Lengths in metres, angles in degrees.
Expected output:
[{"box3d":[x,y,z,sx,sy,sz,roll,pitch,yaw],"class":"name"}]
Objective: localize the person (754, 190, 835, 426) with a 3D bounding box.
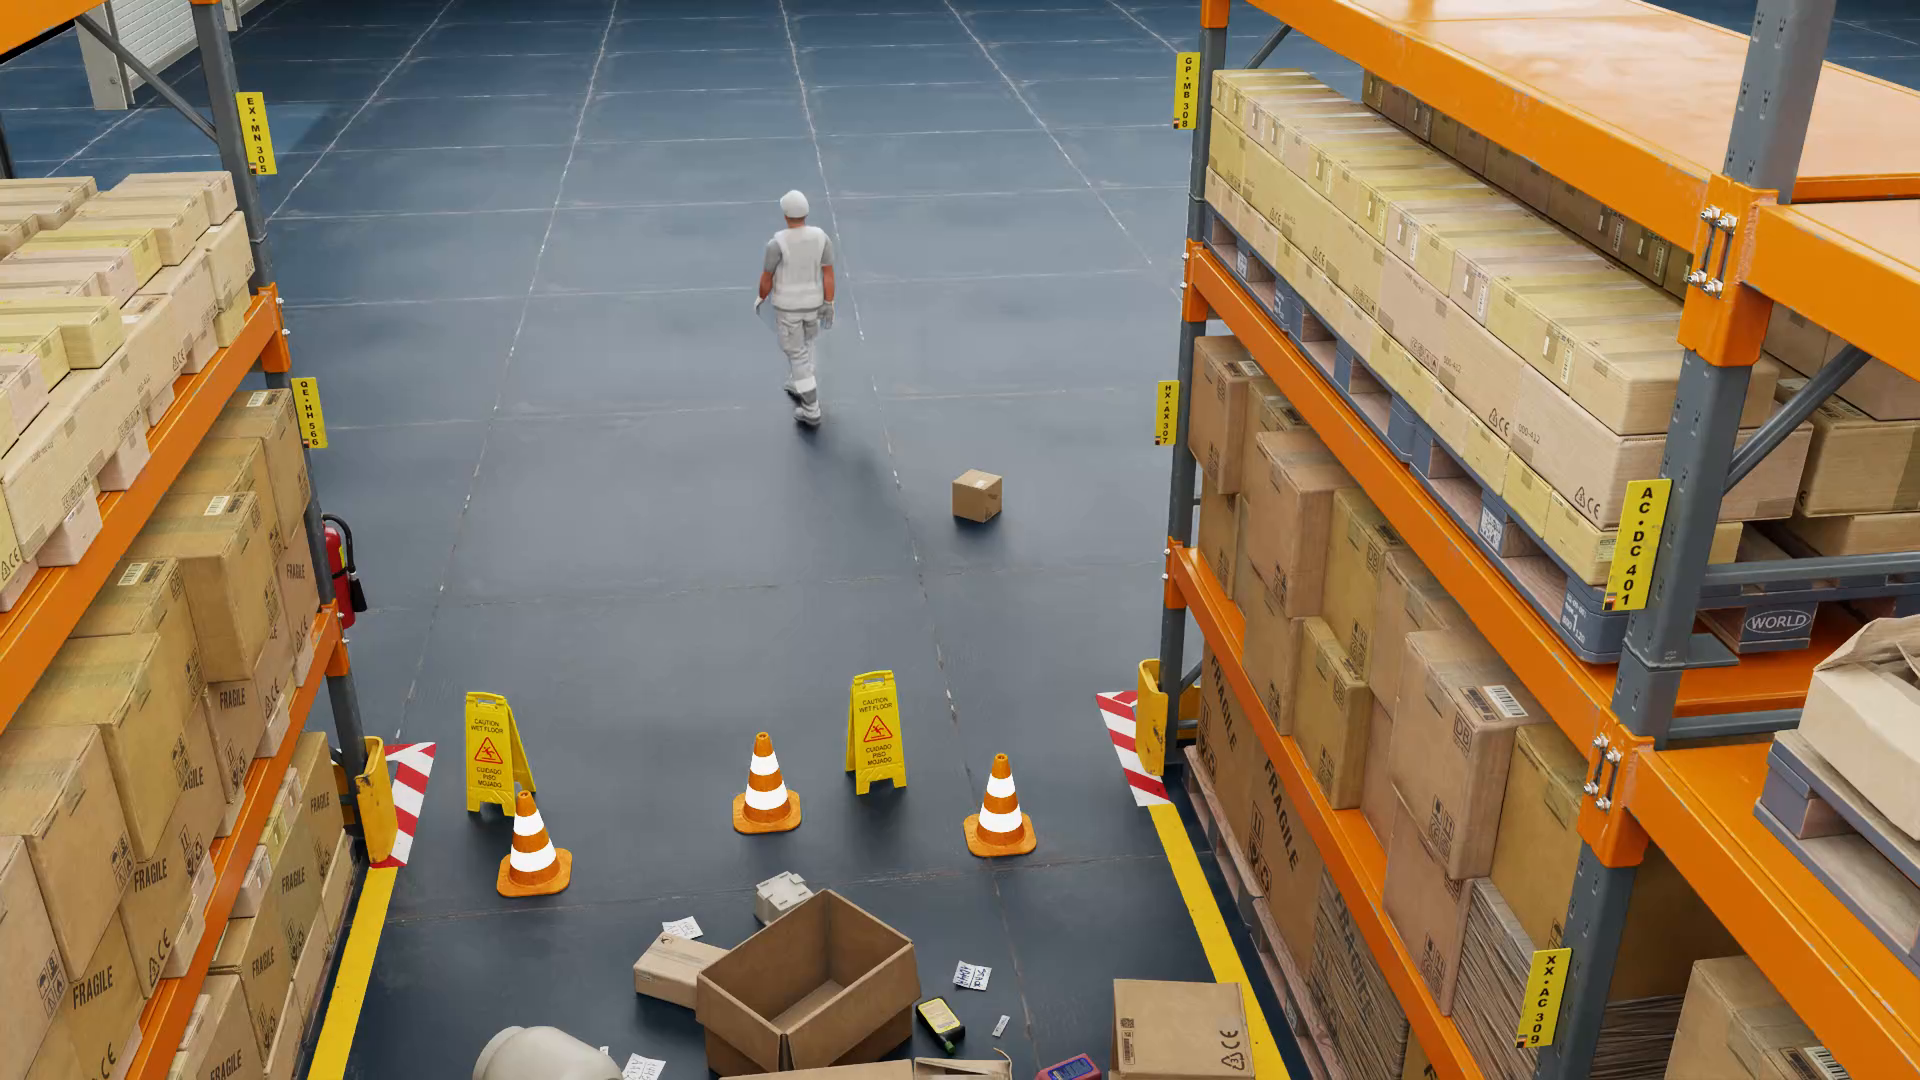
[{"box3d":[-1.287,-1.826,12.638,0.532,1.752,0.920,-15,31,-27],"class":"person"}]
